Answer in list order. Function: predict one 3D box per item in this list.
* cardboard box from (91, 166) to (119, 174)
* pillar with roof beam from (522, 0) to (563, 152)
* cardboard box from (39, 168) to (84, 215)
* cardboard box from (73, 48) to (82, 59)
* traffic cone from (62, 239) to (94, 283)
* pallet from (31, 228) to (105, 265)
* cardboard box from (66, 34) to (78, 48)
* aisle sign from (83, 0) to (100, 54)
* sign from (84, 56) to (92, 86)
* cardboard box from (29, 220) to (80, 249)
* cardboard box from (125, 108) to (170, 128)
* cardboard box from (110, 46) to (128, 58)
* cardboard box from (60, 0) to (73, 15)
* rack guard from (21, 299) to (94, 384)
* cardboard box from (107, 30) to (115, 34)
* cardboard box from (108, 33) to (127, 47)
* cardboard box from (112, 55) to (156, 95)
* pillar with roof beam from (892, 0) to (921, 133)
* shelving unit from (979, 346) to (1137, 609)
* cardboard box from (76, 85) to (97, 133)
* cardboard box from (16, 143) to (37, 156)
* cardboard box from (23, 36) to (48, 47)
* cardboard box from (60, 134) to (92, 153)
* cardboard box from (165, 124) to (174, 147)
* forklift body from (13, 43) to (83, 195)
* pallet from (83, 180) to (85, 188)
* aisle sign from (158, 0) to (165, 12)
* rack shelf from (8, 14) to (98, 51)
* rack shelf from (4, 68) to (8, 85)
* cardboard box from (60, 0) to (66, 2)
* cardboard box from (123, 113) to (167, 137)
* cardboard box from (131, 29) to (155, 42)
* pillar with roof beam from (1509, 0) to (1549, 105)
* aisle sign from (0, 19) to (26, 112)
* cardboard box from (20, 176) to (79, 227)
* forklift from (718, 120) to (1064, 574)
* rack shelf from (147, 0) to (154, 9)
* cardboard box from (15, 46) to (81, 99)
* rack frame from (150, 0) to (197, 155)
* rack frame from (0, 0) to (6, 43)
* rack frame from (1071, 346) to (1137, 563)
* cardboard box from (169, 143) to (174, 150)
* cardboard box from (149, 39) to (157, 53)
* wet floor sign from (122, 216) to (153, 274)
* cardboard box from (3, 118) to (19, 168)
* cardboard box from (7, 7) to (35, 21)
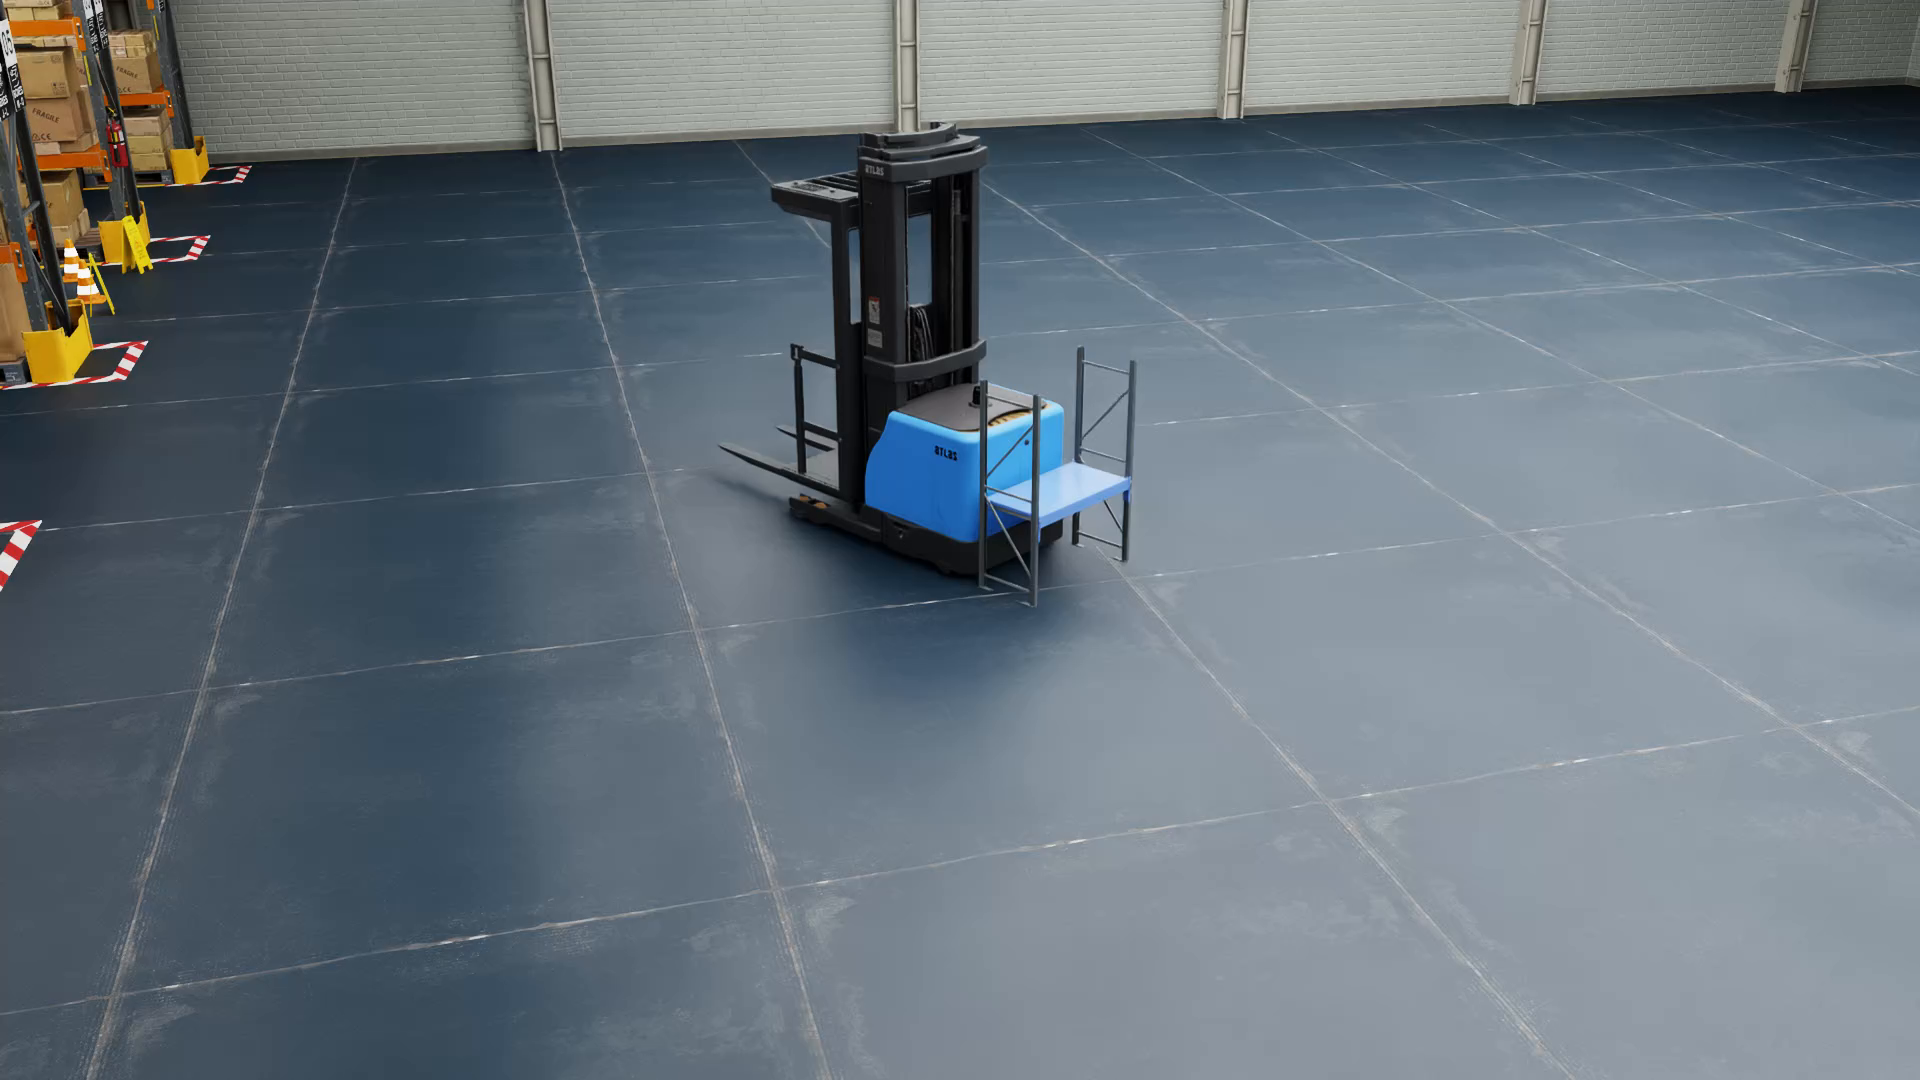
[{"bbox_3d":[-12.392,-5.543,24.319,0.500,0.250,0.500,-6,24,-14],"label":"cardboard box"},{"bbox_3d":[-5.517,-8.863,21.493,0.400,9.000,9.100,-6,24,-14],"label":"pillar with roof beam"},{"bbox_3d":[-11.073,-4.239,20.330,0.500,0.500,0.500,-7,24,-16],"label":"cardboard box"},{"bbox_3d":[-12.548,-6.969,23.738,0.250,0.149,0.380,-6,24,-15],"label":"cardboard box"},{"bbox_3d":[-10.264,-3.248,19.232,0.334,0.463,0.336,-6,24,-14],"label":"traffic cone"},{"bbox_3d":[-11.064,-3.586,20.341,1.213,0.211,1.003,-6,24,-14],"label":"pallet"},{"bbox_3d":[-12.565,-7.121,23.716,0.250,0.149,0.380,-6,24,-14],"label":"cardboard box"},{"bbox_3d":[-10.061,-6.040,19.226,0.004,0.787,0.394,-6,24,-14],"label":"aisle sign"},{"bbox_3d":[-10.068,-5.414,19.193,0.005,0.325,0.100,-6,24,-14],"label":"sign"},{"bbox_3d":[-10.928,-3.688,19.995,0.500,0.250,0.500,-6,24,-15],"label":"cardboard box"},{"bbox_3d":[-12.057,-6.243,24.681,0.500,0.250,0.500,-7,24,-15],"label":"cardboard box"},{"bbox_3d":[-12.039,-6.995,23.800,0.250,0.149,0.380,-6,24,-14],"label":"cardboard box"},{"bbox_3d":[-10.606,-6.300,19.643,0.250,0.149,0.380,-6,24,-14],"label":"cardboard box"},{"bbox_3d":[-8.741,-1.934,16.124,0.348,0.500,1.175,-6,24,-14],"label":"rack guard"},{"bbox_3d":[-12.436,-7.311,24.157,0.250,0.149,0.380,-6,24,-13],"label":"cardboard box"},{"bbox_3d":[-12.060,-7.158,23.801,0.250,0.149,0.380,-6,24,-14],"label":"cardboard box"},{"bbox_3d":[-11.946,-6.727,23.997,0.500,0.500,0.500,-7,24,-16],"label":"cardboard box"},{"bbox_3d":[0.260,-9.502,22.983,0.400,9.000,9.100,-6,24,-14],"label":"pillar with roof beam"},{"bbox_3d":[0.668,-0.446,11.388,0.538,1.500,1.048,20,30,38],"label":"shelving unit"},{"bbox_3d":[-10.730,-5.187,20.030,0.500,0.500,0.500,-7,24,-15],"label":"cardboard box"},{"bbox_3d":[-10.968,-4.624,19.542,0.250,0.149,0.380,-7,24,-15],"label":"cardboard box"},{"bbox_3d":[-13.033,-7.022,23.484,0.250,0.149,0.380,-6,24,-13],"label":"cardboard box"},{"bbox_3d":[-10.501,-4.713,19.748,0.250,0.149,0.380,-5,24,-13],"label":"cardboard box"},{"bbox_3d":[-12.052,-6.021,24.799,0.500,0.250,0.500,-6,24,-13],"label":"cardboard box"},{"bbox_3d":[-12.876,-5.549,22.454,1.214,2.155,2.313,-6,24,-14],"label":"forklift body"},{"bbox_3d":[-13.441,-5.326,24.394,1.213,0.211,1.003,-6,24,-14],"label":"pallet"},{"bbox_3d":[-11.401,-7.923,23.615,0.004,0.787,0.394,-6,24,-14],"label":"aisle sign"},{"bbox_3d":[-12.125,-5.784,19.034,4.000,0.370,1.077,-6,24,-14],"label":"rack shelf"},{"bbox_3d":[-10.690,-3.915,14.679,4.000,0.370,1.077,-6,24,-14],"label":"rack shelf"},{"bbox_3d":[-10.755,-6.443,19.470,0.500,0.250,0.500,-7,24,-15],"label":"cardboard box"},{"bbox_3d":[-11.902,-6.055,24.243,0.500,0.250,0.500,-5,24,-13],"label":"cardboard box"},{"bbox_3d":[-11.924,-7.359,24.270,0.250,0.149,0.380,-7,24,-15],"label":"cardboard box"},{"bbox_3d":[11.814,-10.780,25.961,0.400,9.000,9.100,-6,24,-14],"label":"pillar with roof beam"},{"bbox_3d":[-8.777,-4.397,15.396,0.004,0.787,0.394,-6,24,-14],"label":"aisle sign"},{"bbox_3d":[-10.900,-4.039,19.862,0.500,0.500,0.500,-6,24,-14],"label":"cardboard box"},{"bbox_3d":[-0.652,-1.590,12.238,3.031,2.935,1.130,21,31,40],"label":"forklift"},{"bbox_3d":[-13.469,-7.668,23.425,4.000,0.370,1.077,-6,24,-14],"label":"rack shelf"},{"bbox_3d":[-10.632,-5.454,19.385,0.500,0.500,0.700,-7,24,-16],"label":"cardboard box"},{"bbox_3d":[-11.543,-6.833,24.371,0.127,3.000,1.000,-6,24,-14],"label":"rack frame"},{"bbox_3d":[-8.764,-5.837,14.442,0.127,3.000,1.000,-6,24,-14],"label":"rack frame"},{"bbox_3d":[1.011,-0.594,11.732,0.500,1.500,0.032,20,30,38],"label":"rack frame"},{"bbox_3d":[-12.069,-5.785,24.882,0.500,0.250,0.500,-6,24,-14],"label":"cardboard box"},{"bbox_3d":[-11.940,-7.240,24.369,0.250,0.149,0.380,-7,24,-16],"label":"cardboard box"},{"bbox_3d":[-9.727,-3.481,19.545,0.232,0.644,0.267,2,23,4],"label":"wet floor sign"},{"bbox_3d":[-9.132,-3.621,15.325,0.550,0.550,0.875,-6,24,-14],"label":"cardboard box"},{"bbox_3d":[-10.698,-6.029,19.011,0.250,0.149,0.380,-6,24,-14],"label":"cardboard box"}]
